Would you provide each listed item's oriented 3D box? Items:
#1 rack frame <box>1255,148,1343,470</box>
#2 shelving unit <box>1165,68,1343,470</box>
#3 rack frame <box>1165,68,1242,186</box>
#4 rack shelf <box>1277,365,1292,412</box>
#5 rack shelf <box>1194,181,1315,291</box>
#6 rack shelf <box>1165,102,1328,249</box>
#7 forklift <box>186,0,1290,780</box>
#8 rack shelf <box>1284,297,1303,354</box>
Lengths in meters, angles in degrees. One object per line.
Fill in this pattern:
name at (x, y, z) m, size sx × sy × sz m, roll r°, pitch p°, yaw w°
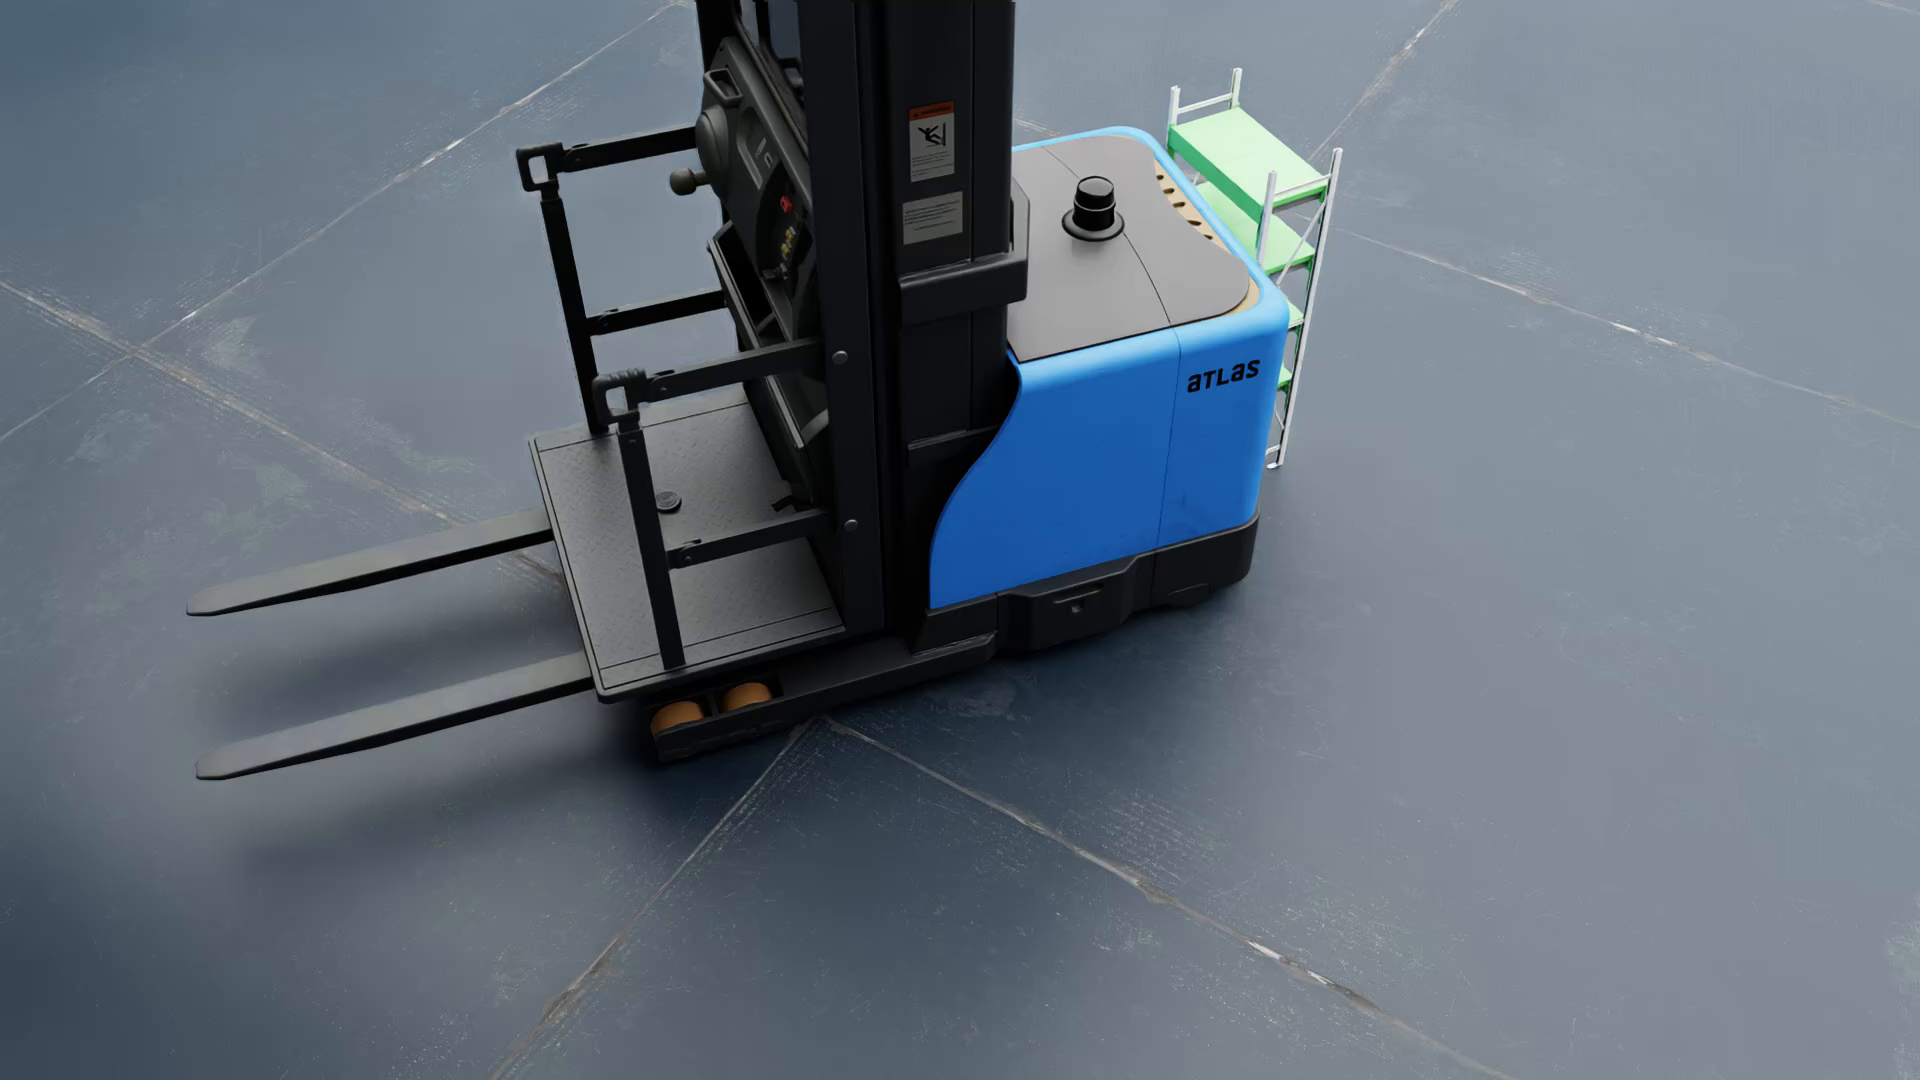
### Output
rack frame at (0.957, -0.631, 5.027) m, size 0.240 × 1.200 × 0.015 m, roll -21°, pitch 49°, yaw -19°
shelving unit at (0.842, -0.786, 5.177) m, size 0.258 × 1.200 × 0.503 m, roll -21°, pitch 49°, yaw -19°
rack frame at (0.727, -0.940, 5.327) m, size 0.240 × 1.200 × 0.015 m, roll -21°, pitch 49°, yaw -19°
rack shelf at (0.842, -0.574, 5.395) m, size 0.258 × 0.148 × 0.480 m, roll -21°, pitch 49°, yaw -19°
rack shelf at (0.842, -0.908, 5.050) m, size 0.258 × 0.148 × 0.480 m, roll -21°, pitch 49°, yaw -19°
rack shelf at (0.842, -1.076, 4.878) m, size 0.258 × 0.148 × 0.480 m, roll -21°, pitch 49°, yaw -19°
forklift at (-0.684, -0.842, 4.024) m, size 3.031 × 2.935 × 1.130 m, roll -15°, pitch 48°, yaw -14°
rack shelf at (0.842, -0.741, 5.223) m, size 0.258 × 0.148 × 0.480 m, roll -21°, pitch 49°, yaw -19°
